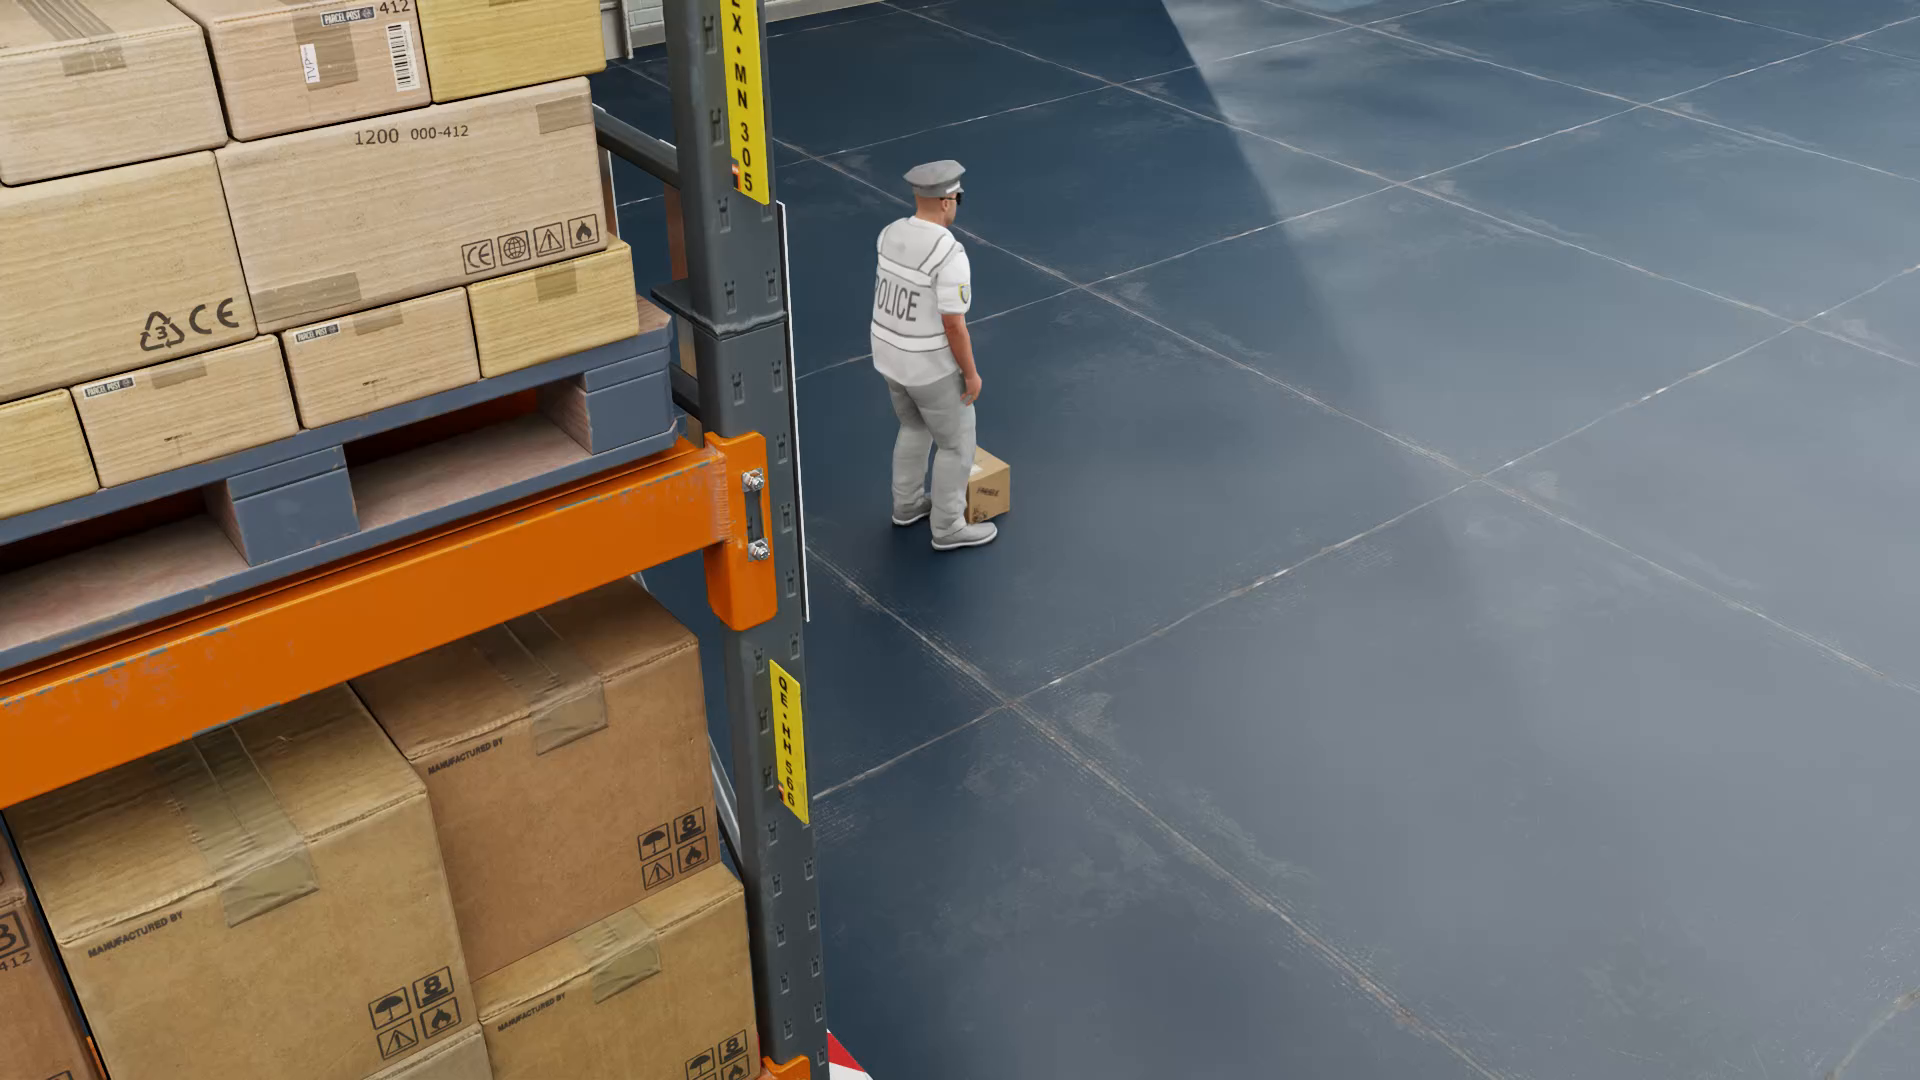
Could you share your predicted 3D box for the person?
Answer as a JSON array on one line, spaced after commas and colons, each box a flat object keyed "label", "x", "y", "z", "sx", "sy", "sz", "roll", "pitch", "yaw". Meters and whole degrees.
[{"label": "person", "x": -0.150, "y": -0.798, "z": 7.408, "sx": 0.434, "sy": 1.748, "sz": 0.580, "roll": -24, "pitch": 39, "yaw": -33}]
